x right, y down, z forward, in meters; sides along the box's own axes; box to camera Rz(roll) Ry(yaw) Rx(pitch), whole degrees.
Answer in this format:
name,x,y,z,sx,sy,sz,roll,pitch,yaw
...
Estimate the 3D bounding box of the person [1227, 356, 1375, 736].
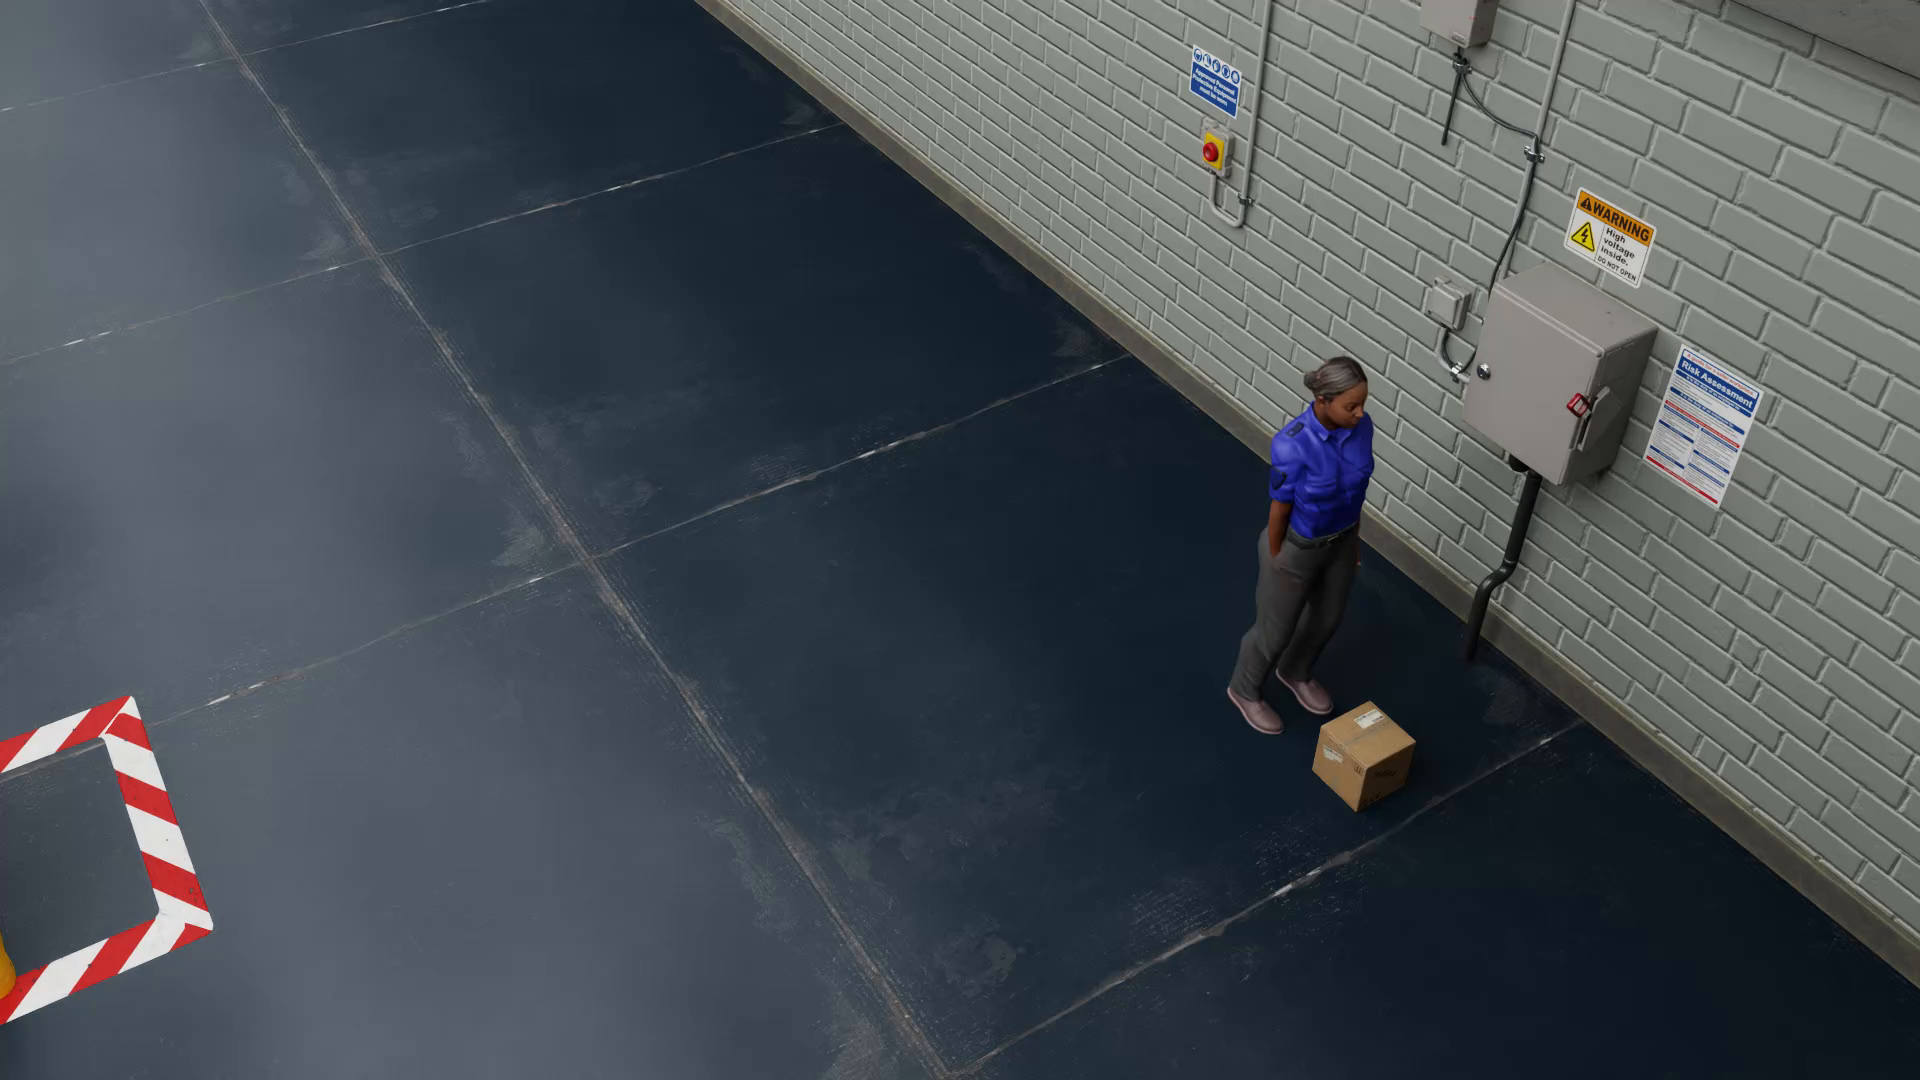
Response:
name,x,y,z,sx,sy,sz,roll,pitch,yaw
person,1.301,0.026,6.141,0.437,1.661,0.314,-22,45,-23
